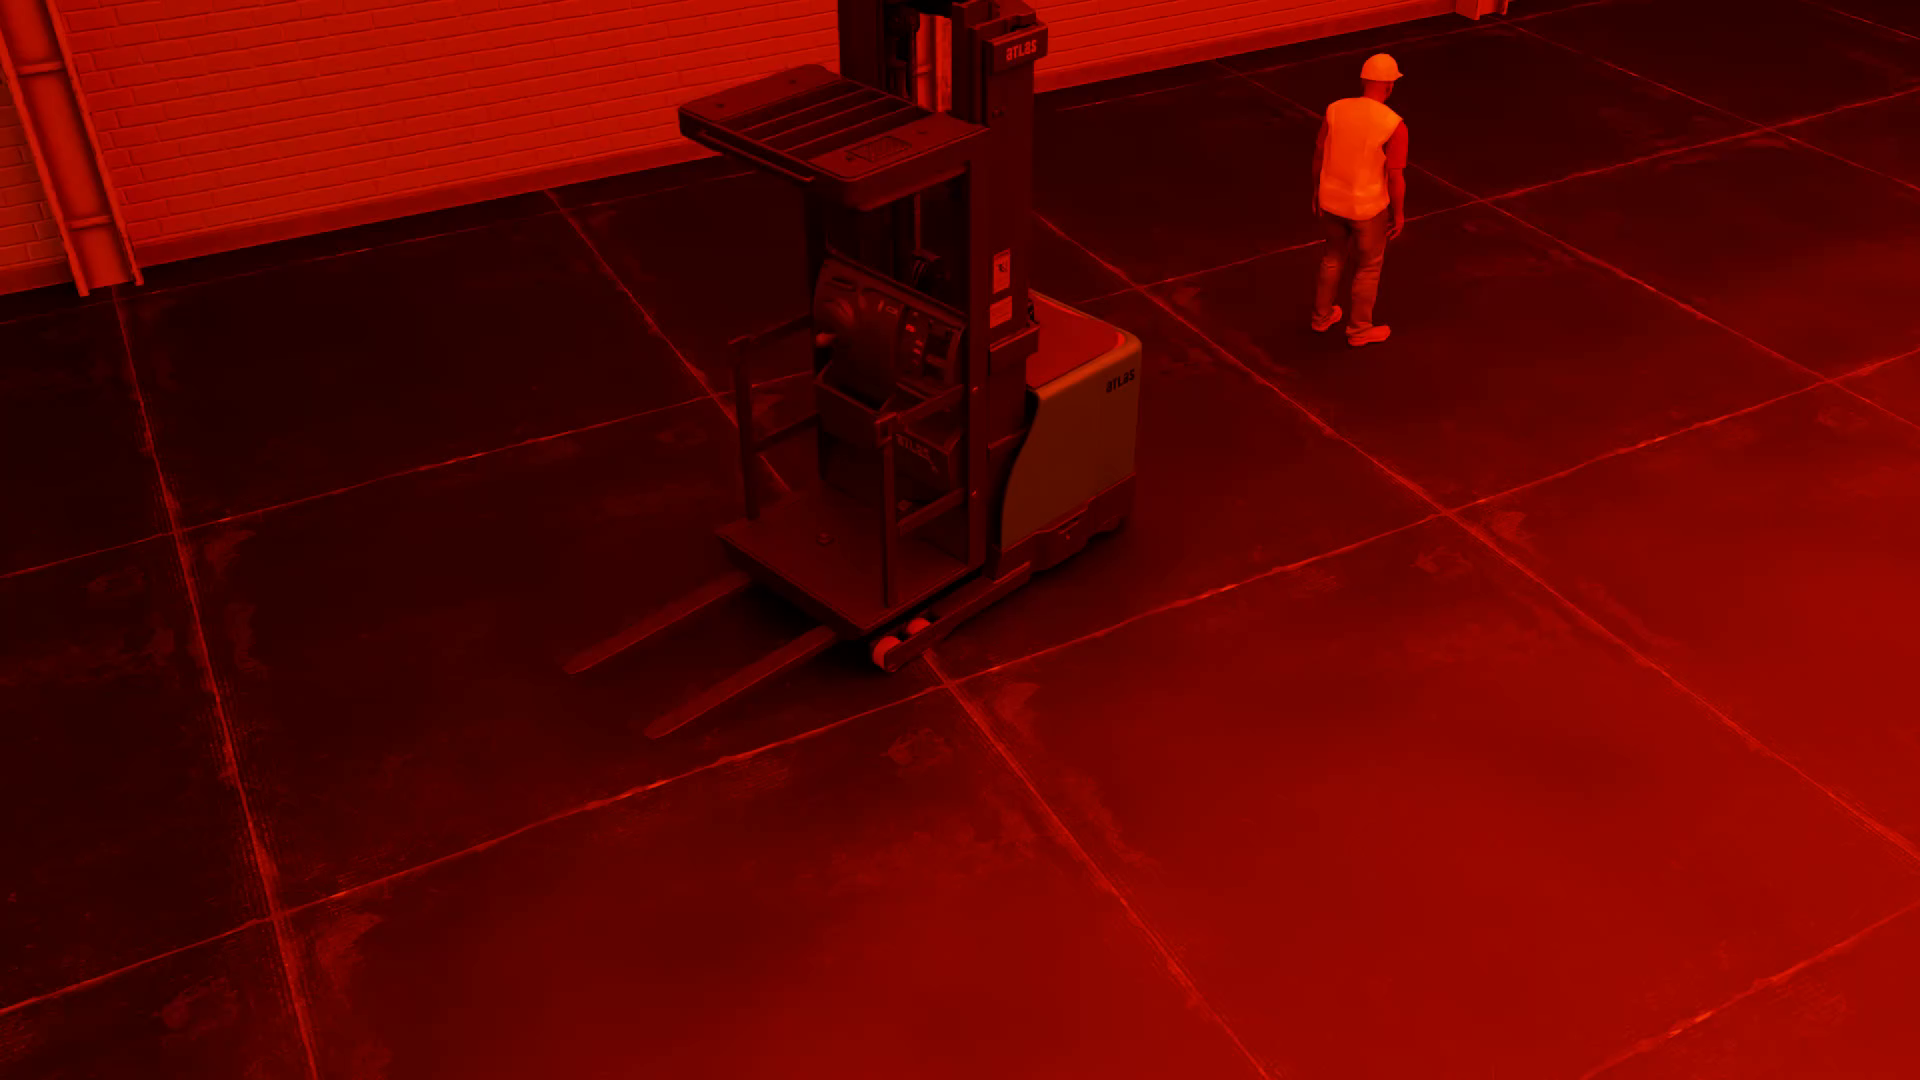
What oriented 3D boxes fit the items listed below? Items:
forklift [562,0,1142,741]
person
[{"bbox_3d":[-0.480,-0.916,7.419,3.031,2.935,1.130,-30,45,-35],"label":"forklift"},{"bbox_3d":[2.406,-2.046,10.036,0.463,1.759,0.626,-30,45,-35],"label":"person"}]
